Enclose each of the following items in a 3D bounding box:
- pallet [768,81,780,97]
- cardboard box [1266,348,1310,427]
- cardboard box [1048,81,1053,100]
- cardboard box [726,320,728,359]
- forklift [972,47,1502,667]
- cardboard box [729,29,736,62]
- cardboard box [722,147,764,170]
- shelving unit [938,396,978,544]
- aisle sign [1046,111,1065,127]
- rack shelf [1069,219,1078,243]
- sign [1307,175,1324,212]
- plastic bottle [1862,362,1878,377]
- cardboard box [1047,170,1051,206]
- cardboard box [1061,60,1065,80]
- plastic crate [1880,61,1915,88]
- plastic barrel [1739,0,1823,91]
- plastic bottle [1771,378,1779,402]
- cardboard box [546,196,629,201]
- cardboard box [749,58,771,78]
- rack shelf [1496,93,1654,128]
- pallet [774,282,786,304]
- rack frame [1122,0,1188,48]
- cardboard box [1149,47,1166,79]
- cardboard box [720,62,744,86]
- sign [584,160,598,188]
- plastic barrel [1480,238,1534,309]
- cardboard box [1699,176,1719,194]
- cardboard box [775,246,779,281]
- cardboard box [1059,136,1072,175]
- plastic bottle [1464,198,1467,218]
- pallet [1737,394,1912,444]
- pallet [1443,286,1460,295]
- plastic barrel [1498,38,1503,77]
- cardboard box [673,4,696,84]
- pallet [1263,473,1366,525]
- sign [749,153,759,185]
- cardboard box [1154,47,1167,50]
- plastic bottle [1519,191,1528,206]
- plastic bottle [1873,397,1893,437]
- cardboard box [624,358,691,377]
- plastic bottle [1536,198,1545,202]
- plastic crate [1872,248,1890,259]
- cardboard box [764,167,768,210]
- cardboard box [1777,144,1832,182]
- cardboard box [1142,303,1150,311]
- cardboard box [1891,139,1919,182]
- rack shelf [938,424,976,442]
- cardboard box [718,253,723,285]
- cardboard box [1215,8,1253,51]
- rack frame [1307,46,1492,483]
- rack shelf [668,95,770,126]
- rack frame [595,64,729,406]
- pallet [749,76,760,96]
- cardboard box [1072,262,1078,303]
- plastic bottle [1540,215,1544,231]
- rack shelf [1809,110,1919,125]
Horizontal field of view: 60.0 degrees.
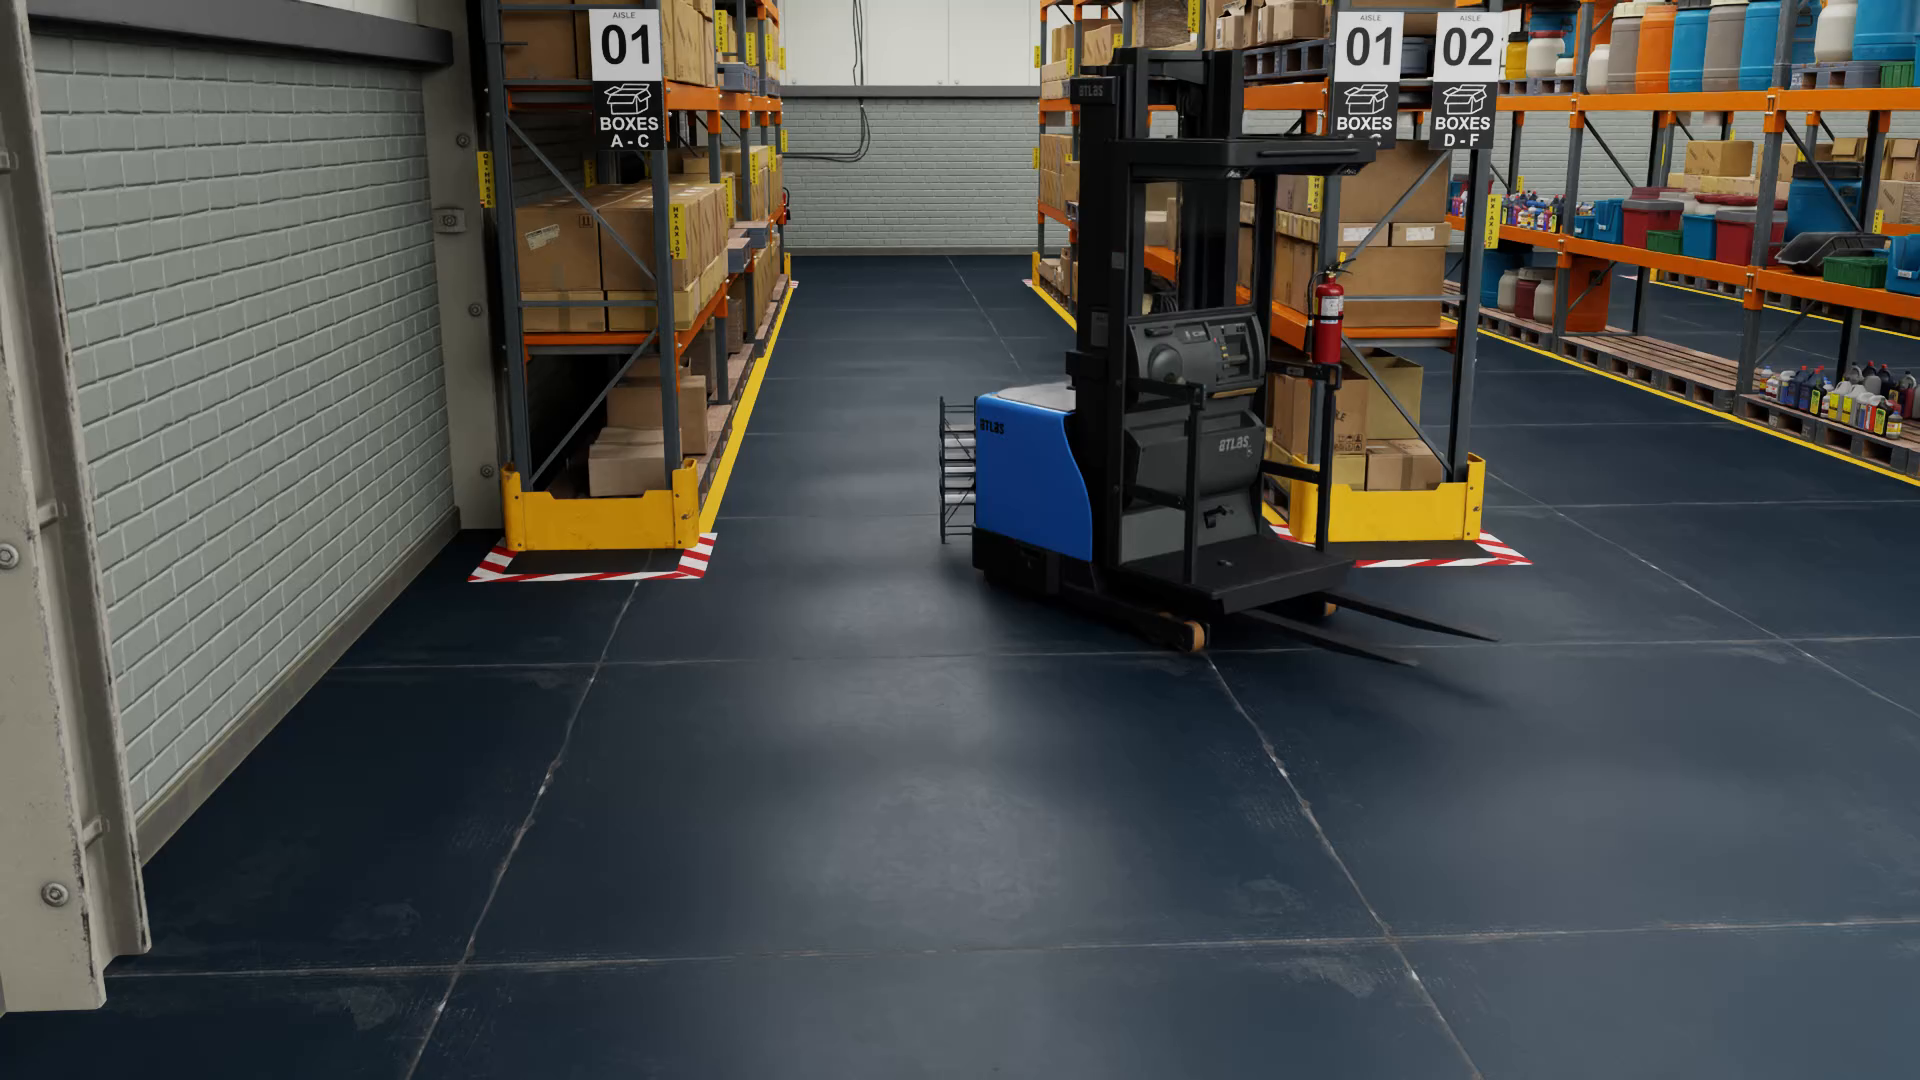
[{"bbox_3d":[-3.166,-6.620,24.393,1.003,0.211,1.213,-1,14,-3],"label":"pallet"},{"bbox_3d":[2.306,-1.105,11.970,0.500,0.500,0.500,-1,14,-3],"label":"cardboard box"},{"bbox_3d":[1.550,-6.471,23.939,0.500,0.250,0.500,-1,14,-3],"label":"cardboard box"},{"bbox_3d":[-2.656,-1.976,16.320,0.700,0.500,0.500,-1,14,-4],"label":"cardboard box"},{"bbox_3d":[1.369,-0.989,8.489,1.130,2.935,3.031,-11,18,-36],"label":"forklift"},{"bbox_3d":[-2.921,-5.507,18.808,0.700,0.500,0.500,0,14,-1],"label":"cardboard box"},{"bbox_3d":[-2.637,-4.598,20.036,0.500,0.250,0.500,-1,14,-2],"label":"cardboard box"},{"bbox_3d":[-0.001,-0.438,10.422,0.258,0.900,0.210,-1,14,-3],"label":"shelving unit"},{"bbox_3d":[1.424,-6.743,25.497,0.394,0.787,0.004,-1,14,-3],"label":"aisle sign"},{"bbox_3d":[2.093,-3.631,20.063,1.077,0.370,4.000,-1,14,-3],"label":"rack shelf"},{"bbox_3d":[2.170,-2.163,10.114,0.100,0.325,0.005,-1,14,-3],"label":"sign"},{"bbox_3d":[7.736,-1.337,14.137,0.144,0.351,0.185,-1,14,-5],"label":"plastic bottle"},{"bbox_3d":[1.551,-5.153,24.332,0.500,0.500,0.500,-1,14,-4],"label":"cardboard box"},{"bbox_3d":[1.640,-6.340,22.426,0.500,0.250,0.500,-1,14,-3],"label":"cardboard box"},{"bbox_3d":[7.235,-3.516,12.579,0.336,0.188,0.450,-1,14,-3],"label":"plastic crate"},{"bbox_3d":[7.161,-4.381,14.510,0.600,0.901,0.708,-1,14,-3],"label":"plastic barrel"},{"bbox_3d":[7.004,-1.284,14.230,0.097,0.201,0.097,0,14,0],"label":"plastic bottle"},{"bbox_3d":[-2.530,-2.083,11.359,0.500,0.500,0.500,-1,14,-5],"label":"cardboard box"},{"bbox_3d":[-2.755,-6.207,21.870,0.500,0.250,0.500,-1,14,-4],"label":"cardboard box"},{"bbox_3d":[7.037,-5.159,19.983,1.077,0.370,4.000,-1,14,-3],"label":"rack shelf"},{"bbox_3d":[-3.023,-3.543,23.875,1.003,0.211,1.213,-1,14,-3],"label":"pallet"},{"bbox_3d":[2.217,-6.387,17.293,1.000,3.000,0.127,-1,14,-3],"label":"rack frame"},{"bbox_3d":[2.156,-5.091,18.074,0.910,0.500,0.500,-1,14,-3],"label":"cardboard box"},{"bbox_3d":[-2.413,-4.649,16.694,0.500,0.311,0.500,-1,14,-3],"label":"cardboard box"},{"bbox_3d":[-3.033,-2.961,13.692,0.100,0.325,0.005,-1,14,-3],"label":"sign"},{"bbox_3d":[6.974,-3.428,21.198,0.600,0.901,0.708,-1,14,-3],"label":"plastic barrel"},{"bbox_3d":[11.435,-5.317,24.877,0.500,0.250,0.500,-1,14,-5],"label":"cardboard box"},{"bbox_3d":[-3.048,-4.090,24.577,0.700,0.500,0.500,-1,14,-4],"label":"cardboard box"},{"bbox_3d":[1.645,-5.259,22.738,0.500,0.500,0.500,-1,14,-5],"label":"cardboard box"},{"bbox_3d":[6.584,-4.280,21.392,0.152,0.276,0.135,-1,14,-3],"label":"plastic bottle"},{"bbox_3d":[7.409,-1.045,14.163,1.003,0.211,1.213,-1,14,-3],"label":"pallet"},{"bbox_3d":[6.829,-3.384,23.256,1.003,0.211,1.213,-1,14,-3],"label":"pallet"},{"bbox_3d":[6.696,-6.140,21.233,0.433,0.535,0.433,0,14,0],"label":"plastic barrel"},{"bbox_3d":[-2.036,-3.276,10.979,0.500,0.500,0.500,0,14,-1],"label":"cardboard box"},{"bbox_3d":[2.623,-0.332,11.392,1.003,0.211,1.213,-1,14,-3],"label":"pallet"},{"bbox_3d":[-2.186,-3.938,17.647,0.100,0.325,0.005,-1,14,-3],"label":"sign"},{"bbox_3d":[2.301,-4.954,17.198,0.500,0.250,0.500,-2,15,-8],"label":"cardboard box"},{"bbox_3d":[7.164,-4.257,21.150,0.144,0.351,0.185,-1,14,-3],"label":"plastic bottle"},{"bbox_3d":[7.080,-0.944,12.745,0.061,0.283,0.133,-1,14,-2],"label":"plastic bottle"},{"bbox_3d":[-2.375,-1.155,13.129,0.500,0.500,0.500,-2,15,-8],"label":"cardboard box"},{"bbox_3d":[7.314,-4.183,21.013,0.152,0.276,0.135,-1,14,-3],"label":"plastic bottle"},{"bbox_3d":[7.748,-2.220,13.432,0.499,0.251,0.616,-1,14,-3],"label":"plastic crate"},{"bbox_3d":[-2.653,-4.364,20.630,0.500,0.500,0.500,-1,14,-3],"label":"cardboard box"},{"bbox_3d":[11.561,-5.174,22.814,0.500,0.500,0.500,0,14,-2],"label":"cardboard box"},{"bbox_3d":[2.026,-2.233,16.736,0.500,0.311,0.500,-1,14,-5],"label":"cardboard box"},{"bbox_3d":[11.990,-4.679,20.479,0.797,0.503,0.637,0,14,-2],"label":"cardboard box"},{"bbox_3d":[0.000,-0.667,10.363,0.258,0.077,0.200,-1,14,-3],"label":"rack shelf"},{"bbox_3d":[-2.125,-2.110,12.967,0.500,0.250,0.500,-1,14,-3],"label":"cardboard box"},{"bbox_3d":[2.266,-3.904,12.717,0.500,0.311,0.500,-2,15,-7],"label":"cardboard box"},{"bbox_3d":[2.713,-1.493,10.307,1.000,3.000,0.127,-1,14,-3],"label":"rack frame"},{"bbox_3d":[-2.851,-5.006,19.388,1.077,0.370,4.000,-1,14,-3],"label":"rack shelf"},{"bbox_3d":[-2.479,-2.410,13.873,1.000,3.000,0.127,-1,14,-3],"label":"rack frame"},{"bbox_3d":[-2.820,-4.925,18.008,1.213,0.211,1.003,0,14,-1],"label":"pallet"},{"bbox_3d":[1.756,-3.355,21.681,0.500,0.500,0.500,-2,15,-6],"label":"cardboard box"},{"bbox_3d":[6.707,-3.642,19.060,0.097,0.201,0.097,0,14,0],"label":"plastic bottle"},{"bbox_3d":[11.980,-5.236,20.280,1.077,0.370,4.000,-1,14,-3],"label":"rack shelf"}]
